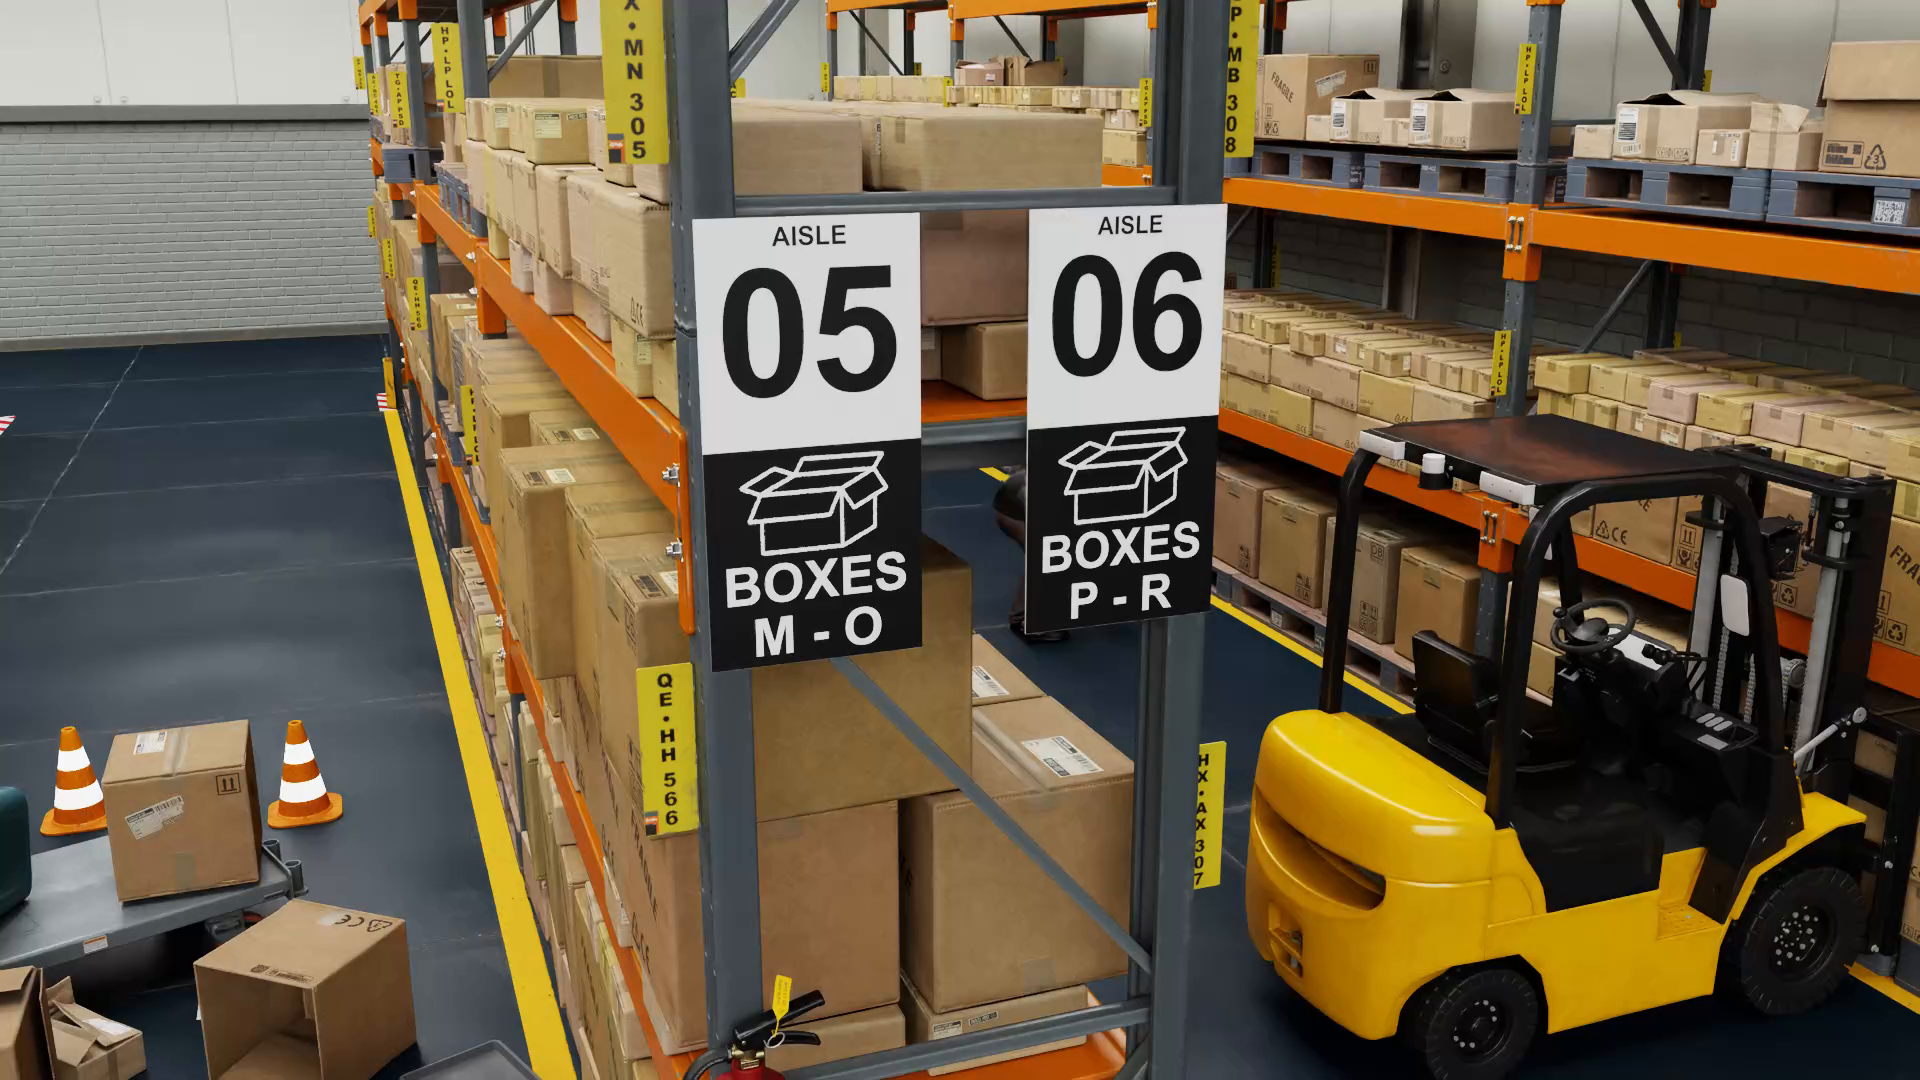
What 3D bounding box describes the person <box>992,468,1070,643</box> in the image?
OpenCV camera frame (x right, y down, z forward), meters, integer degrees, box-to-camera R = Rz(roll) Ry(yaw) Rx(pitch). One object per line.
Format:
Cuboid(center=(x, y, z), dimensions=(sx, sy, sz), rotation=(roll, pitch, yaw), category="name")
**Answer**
Cuboid(center=(0.671, 0.032, 10.545), dimensions=(0.940, 1.141, 0.487), rotation=(-7, 17, -23), category="person")
